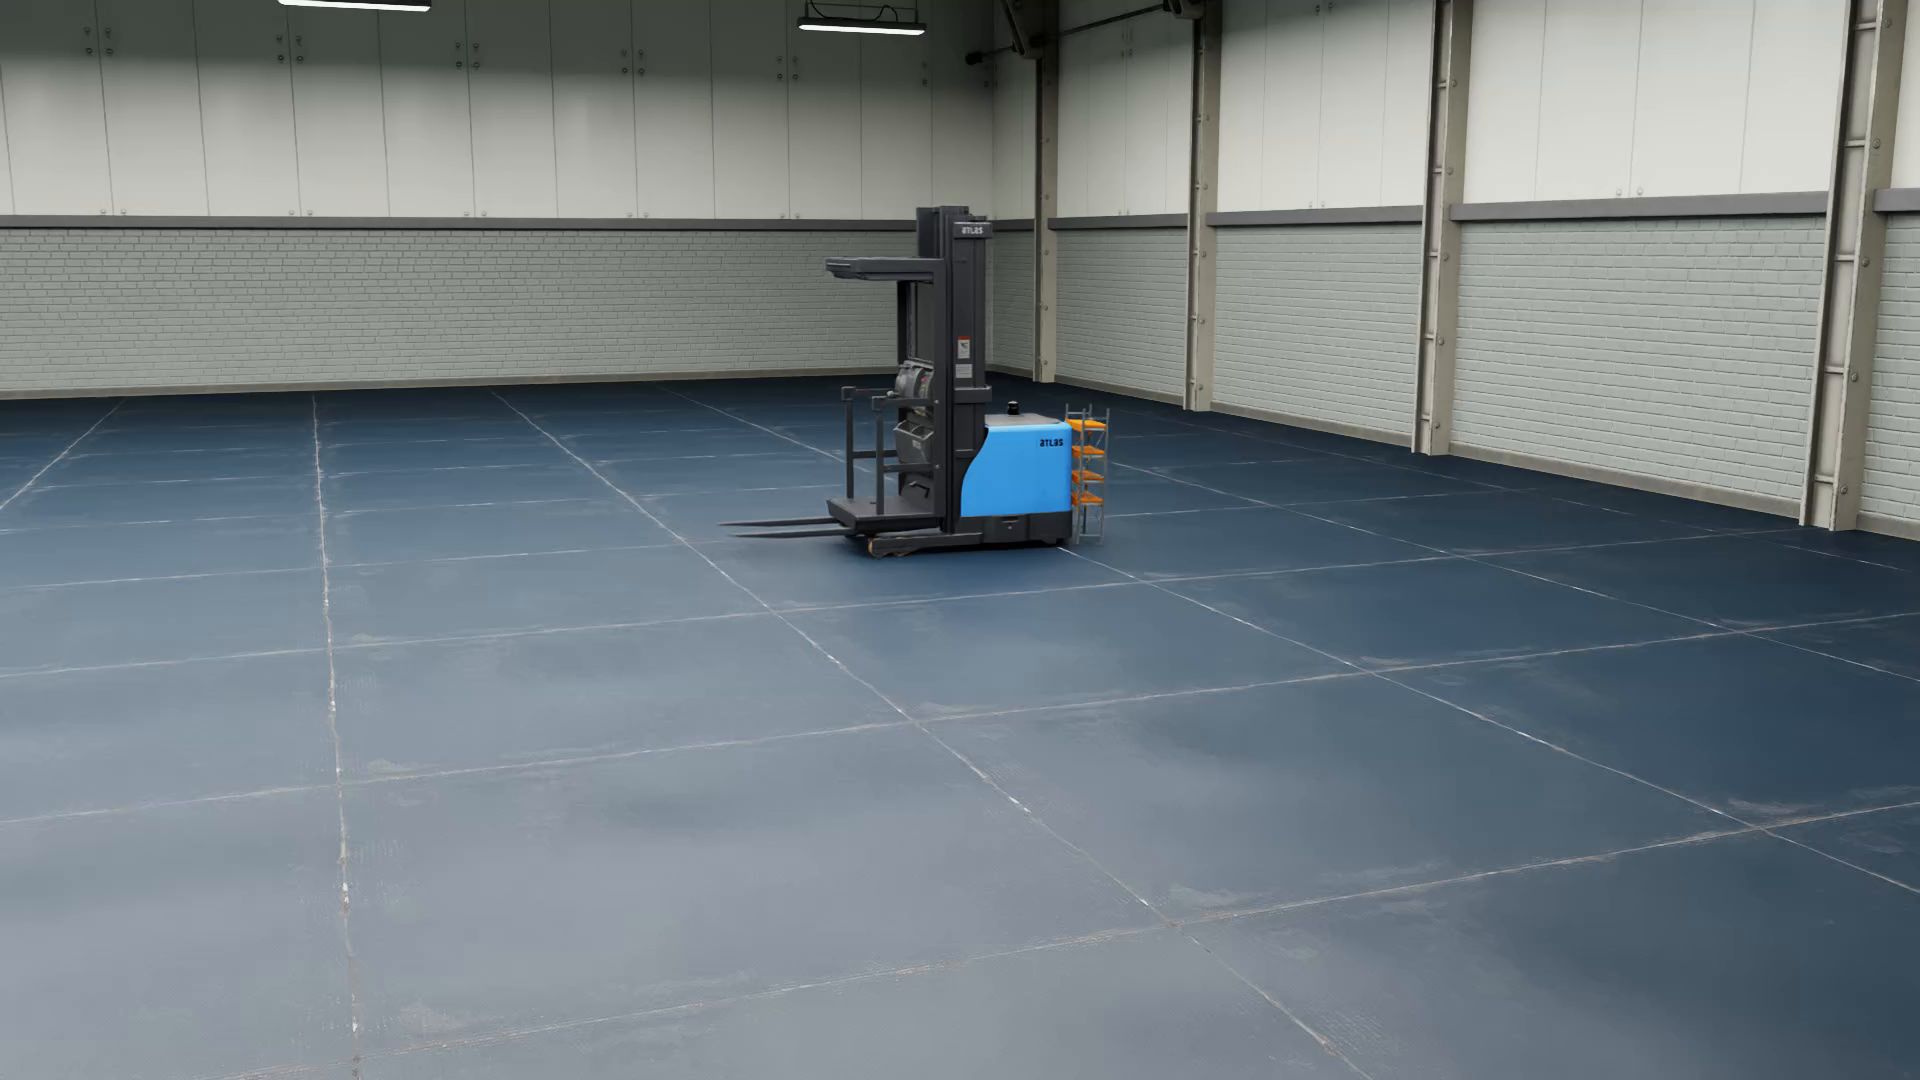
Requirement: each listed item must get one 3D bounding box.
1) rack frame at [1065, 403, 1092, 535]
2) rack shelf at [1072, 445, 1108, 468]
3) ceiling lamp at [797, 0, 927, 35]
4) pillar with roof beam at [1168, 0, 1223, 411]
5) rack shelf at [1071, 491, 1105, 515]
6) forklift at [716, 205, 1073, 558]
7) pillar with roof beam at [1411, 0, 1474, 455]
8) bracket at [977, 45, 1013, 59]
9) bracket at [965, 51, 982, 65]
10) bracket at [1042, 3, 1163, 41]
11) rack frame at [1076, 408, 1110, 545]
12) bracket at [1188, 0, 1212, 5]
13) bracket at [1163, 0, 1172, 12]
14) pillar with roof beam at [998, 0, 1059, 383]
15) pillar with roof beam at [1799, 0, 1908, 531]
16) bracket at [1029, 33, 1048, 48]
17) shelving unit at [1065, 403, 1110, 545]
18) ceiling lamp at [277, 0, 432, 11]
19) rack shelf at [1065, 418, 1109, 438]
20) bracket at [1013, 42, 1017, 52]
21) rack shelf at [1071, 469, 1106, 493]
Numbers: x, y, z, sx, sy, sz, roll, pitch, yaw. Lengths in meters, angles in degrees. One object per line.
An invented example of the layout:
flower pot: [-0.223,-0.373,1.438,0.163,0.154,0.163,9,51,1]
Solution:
rack frame: [1.045,-0.633,15.022,0.240,1.200,0.015,0,10,-14]
rack shelf: [1.109,-0.745,14.762,0.258,0.148,0.480,0,10,-14]
ceiling lamp: [-1.592,-9.421,25.521,2.000,3.185,0.800,-4,11,-21]
pillar with roof beam: [-0.208,-6.240,24.306,9.100,9.000,0.548,-4,11,-21]
rack shelf: [1.093,-0.329,14.832,0.258,0.148,0.480,0,10,-14]
forklift: [-0.583,-1.397,14.403,3.031,2.935,1.130,-3,11,-18]
pillar with roof beam: [1.967,-5.261,18.800,9.100,9.000,0.400,-4,11,-21]
bracket: [0.505,-9.601,32.919,0.076,0.066,3.189,-4,11,-21]
bracket: [0.291,-9.697,33.461,0.235,0.232,0.430,-4,11,-21]
bracket: [2.384,-8.754,28.160,0.076,0.066,4.783,-4,11,-21]
rack frame: [1.162,-0.550,14.555,0.240,1.200,0.015,0,10,-14]
bracket: [3.624,-8.195,25.019,0.235,0.232,0.430,-4,11,-21]
bracket: [3.324,-8.331,25.781,0.235,0.232,0.430,-4,11,-21]
pillar with roof beam: [-2.382,-7.219,29.811,9.100,9.000,0.548,-4,11,-21]
pillar with roof beam: [4.141,-4.281,13.294,9.100,9.000,0.400,-4,11,-21]
bracket: [1.450,-9.175,30.525,0.235,0.232,0.430,-4,11,-21]
shelving unit: [1.103,-0.591,14.788,0.258,1.200,0.503,0,10,-14]
ceiling lamp: [-8.434,-8.955,22.902,2.000,3.185,0.800,-4,11,-21]
rack shelf: [1.118,-0.978,14.723,0.258,0.148,0.480,0,10,-14]
bracket: [1.149,-9.310,31.286,0.235,0.232,0.430,-4,11,-21]
rack shelf: [1.101,-0.525,14.800,0.258,0.148,0.480,0,10,-14]
